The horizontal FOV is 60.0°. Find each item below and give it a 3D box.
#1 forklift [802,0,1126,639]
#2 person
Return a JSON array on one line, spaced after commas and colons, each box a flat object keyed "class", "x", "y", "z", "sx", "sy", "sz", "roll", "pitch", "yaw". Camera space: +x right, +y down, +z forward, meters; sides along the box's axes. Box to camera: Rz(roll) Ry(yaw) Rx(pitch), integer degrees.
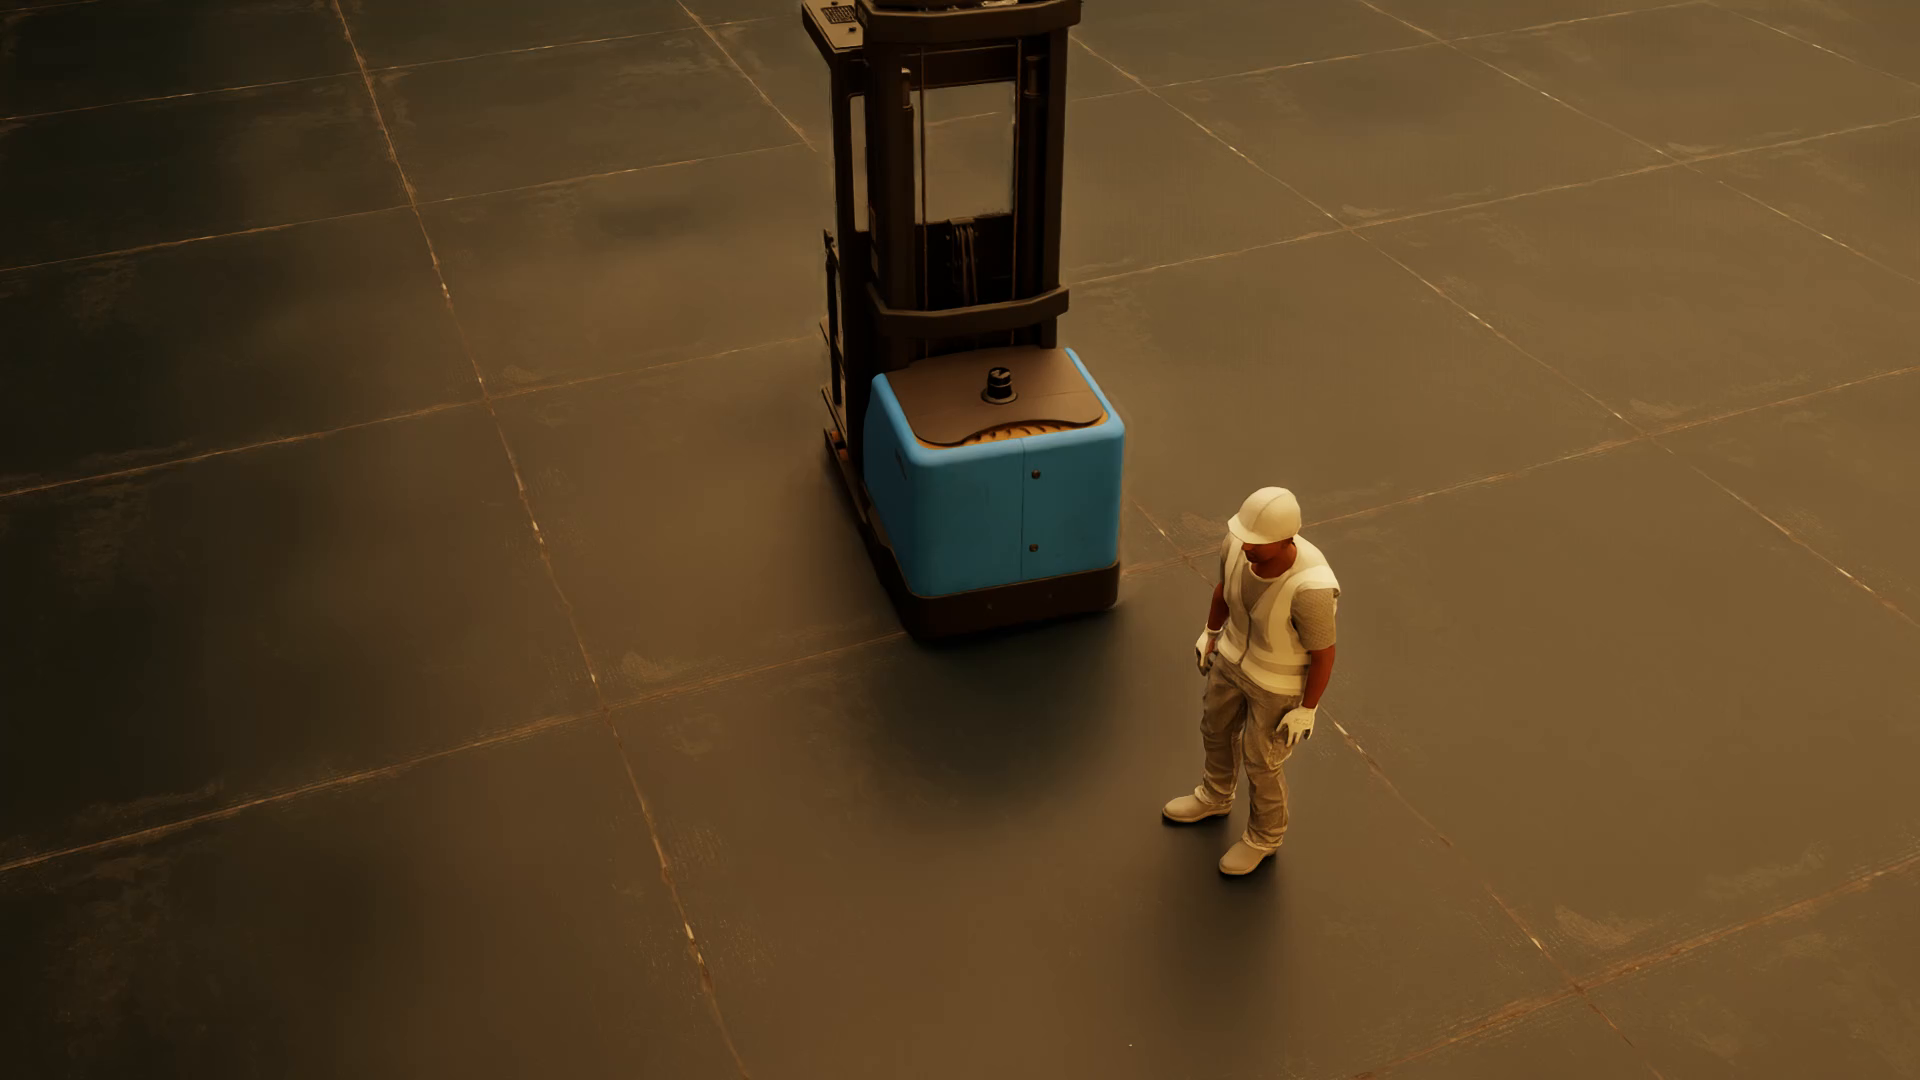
[{"class": "forklift", "x": -0.120, "y": -1.582, "z": 8.324, "sx": 1.130, "sy": 2.935, "sz": 3.031, "roll": -9, "pitch": 36, "yaw": -13}, {"class": "person", "x": 1.137, "y": 0.516, "z": 6.377, "sx": 0.451, "sy": 1.772, "sz": 0.618, "roll": -20, "pitch": 40, "yaw": -26}]
